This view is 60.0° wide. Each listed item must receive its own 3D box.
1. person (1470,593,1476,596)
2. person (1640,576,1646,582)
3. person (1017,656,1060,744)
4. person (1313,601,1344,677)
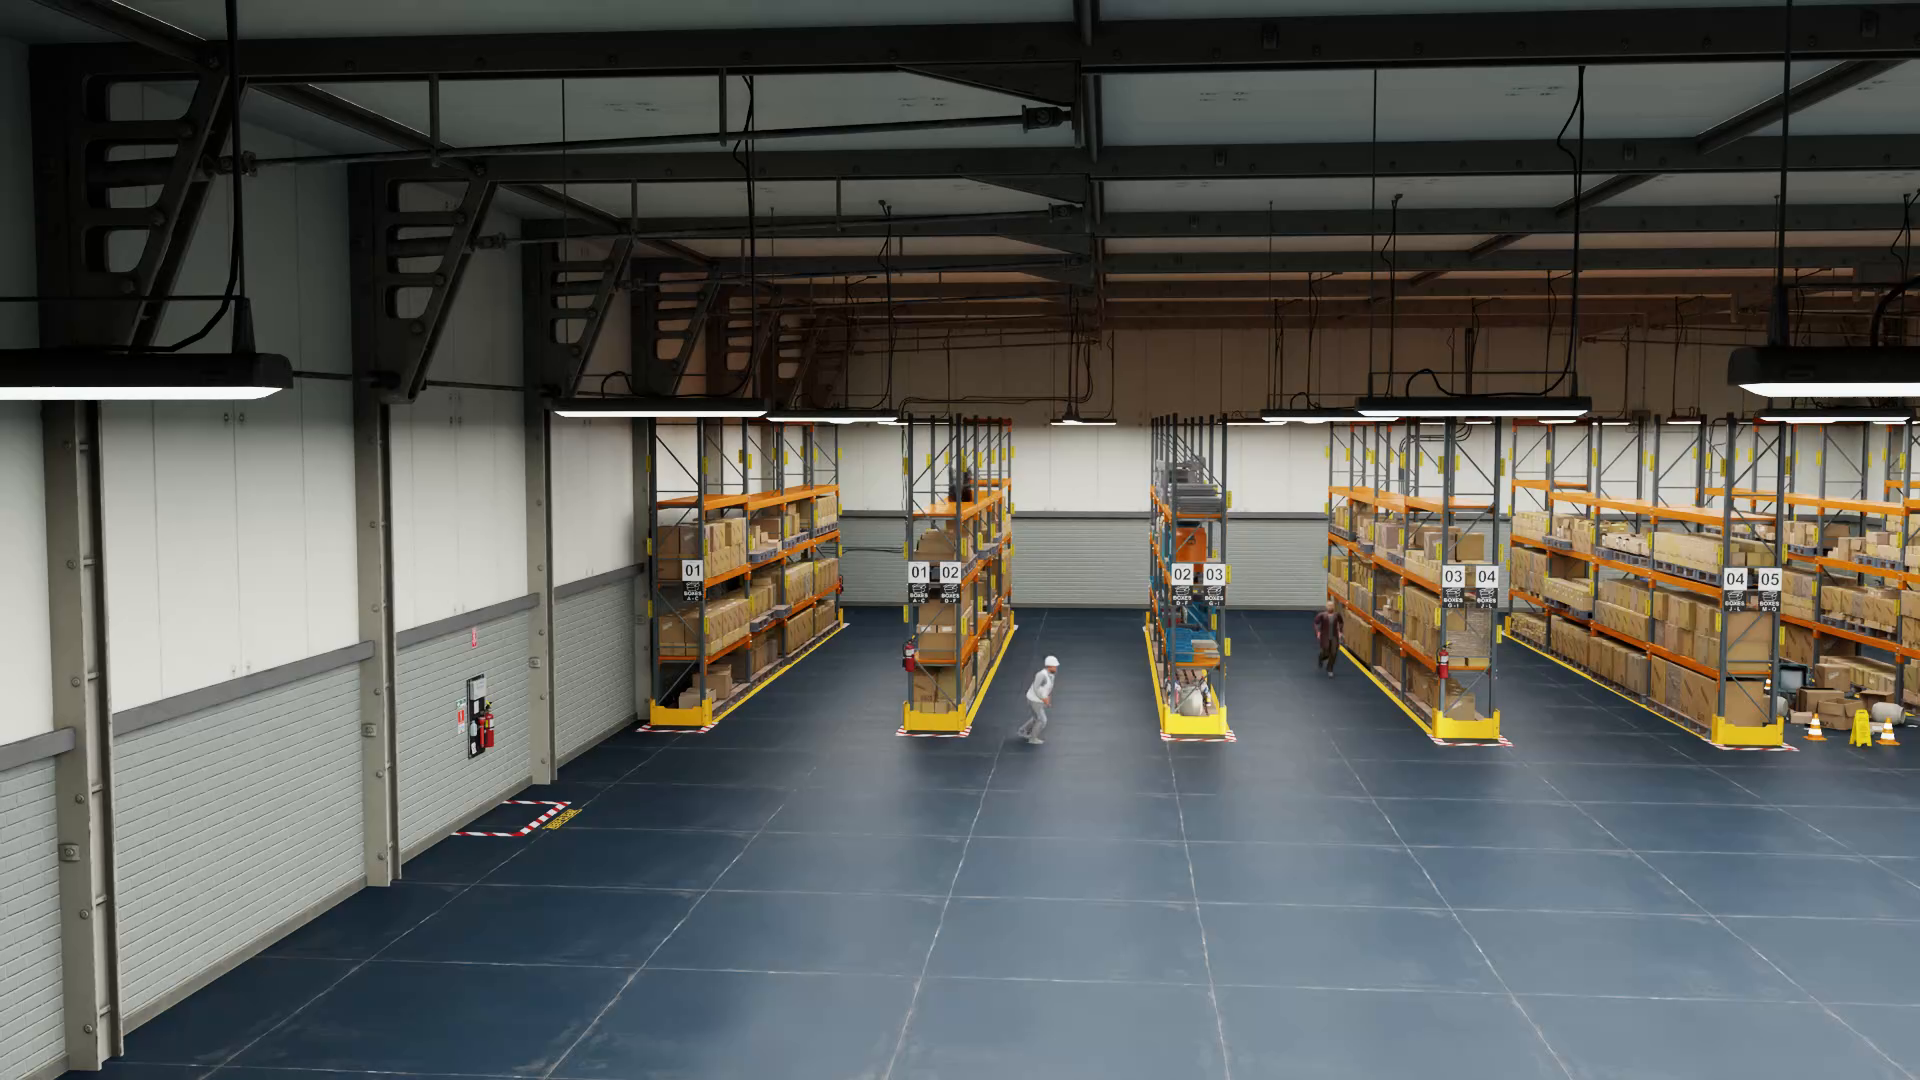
[{"bbox_3d":[13.928,1.820,45.417,0.673,1.678,0.591,0,4,7],"label":"person"},{"bbox_3d":[19.500,1.698,47.587,0.804,1.618,0.582,0,4,-1],"label":"person"},{"bbox_3d":[1.419,2.884,30.111,0.903,1.627,0.668,2,4,21],"label":"person"},{"bbox_3d":[8.569,2.275,38.660,0.726,1.734,0.721,0,4,-7],"label":"person"}]
